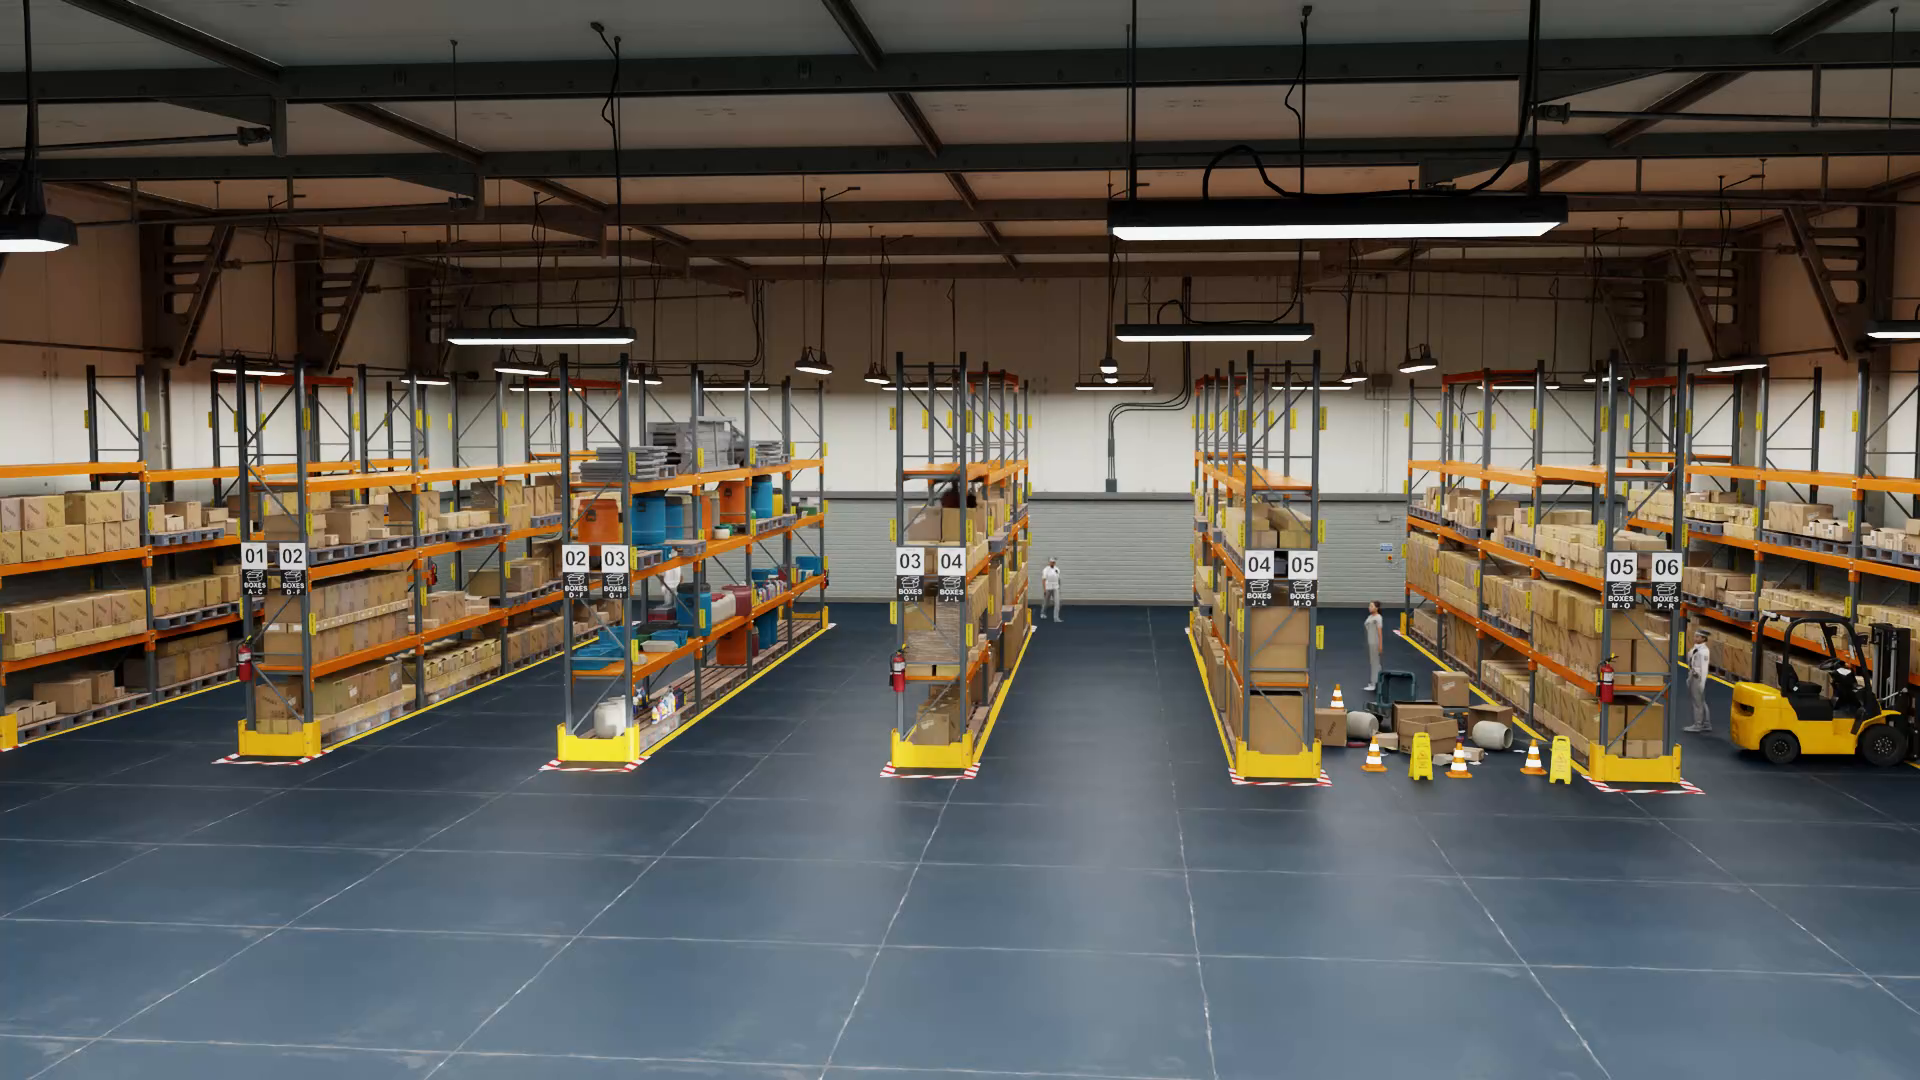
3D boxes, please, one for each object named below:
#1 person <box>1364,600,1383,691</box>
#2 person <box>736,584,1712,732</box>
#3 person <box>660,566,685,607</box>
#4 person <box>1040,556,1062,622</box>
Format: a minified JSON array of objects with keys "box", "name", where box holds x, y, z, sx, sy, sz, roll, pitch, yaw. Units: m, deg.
[{"box":[7.727,1.958,31.071,0.352,1.674,0.490,1,4,9],"name":"person"},{"box":[3.715,1.957,31.096,18.894,1.694,1.232,2,5,29],"name":"person"},{"box":[-7.116,1.188,41.120,0.599,1.774,0.548,-2,5,-30],"name":"person"},{"box":[-5.951,0.599,20.663,27.776,5.858,36.615,-1,4,-16],"name":"person"}]
